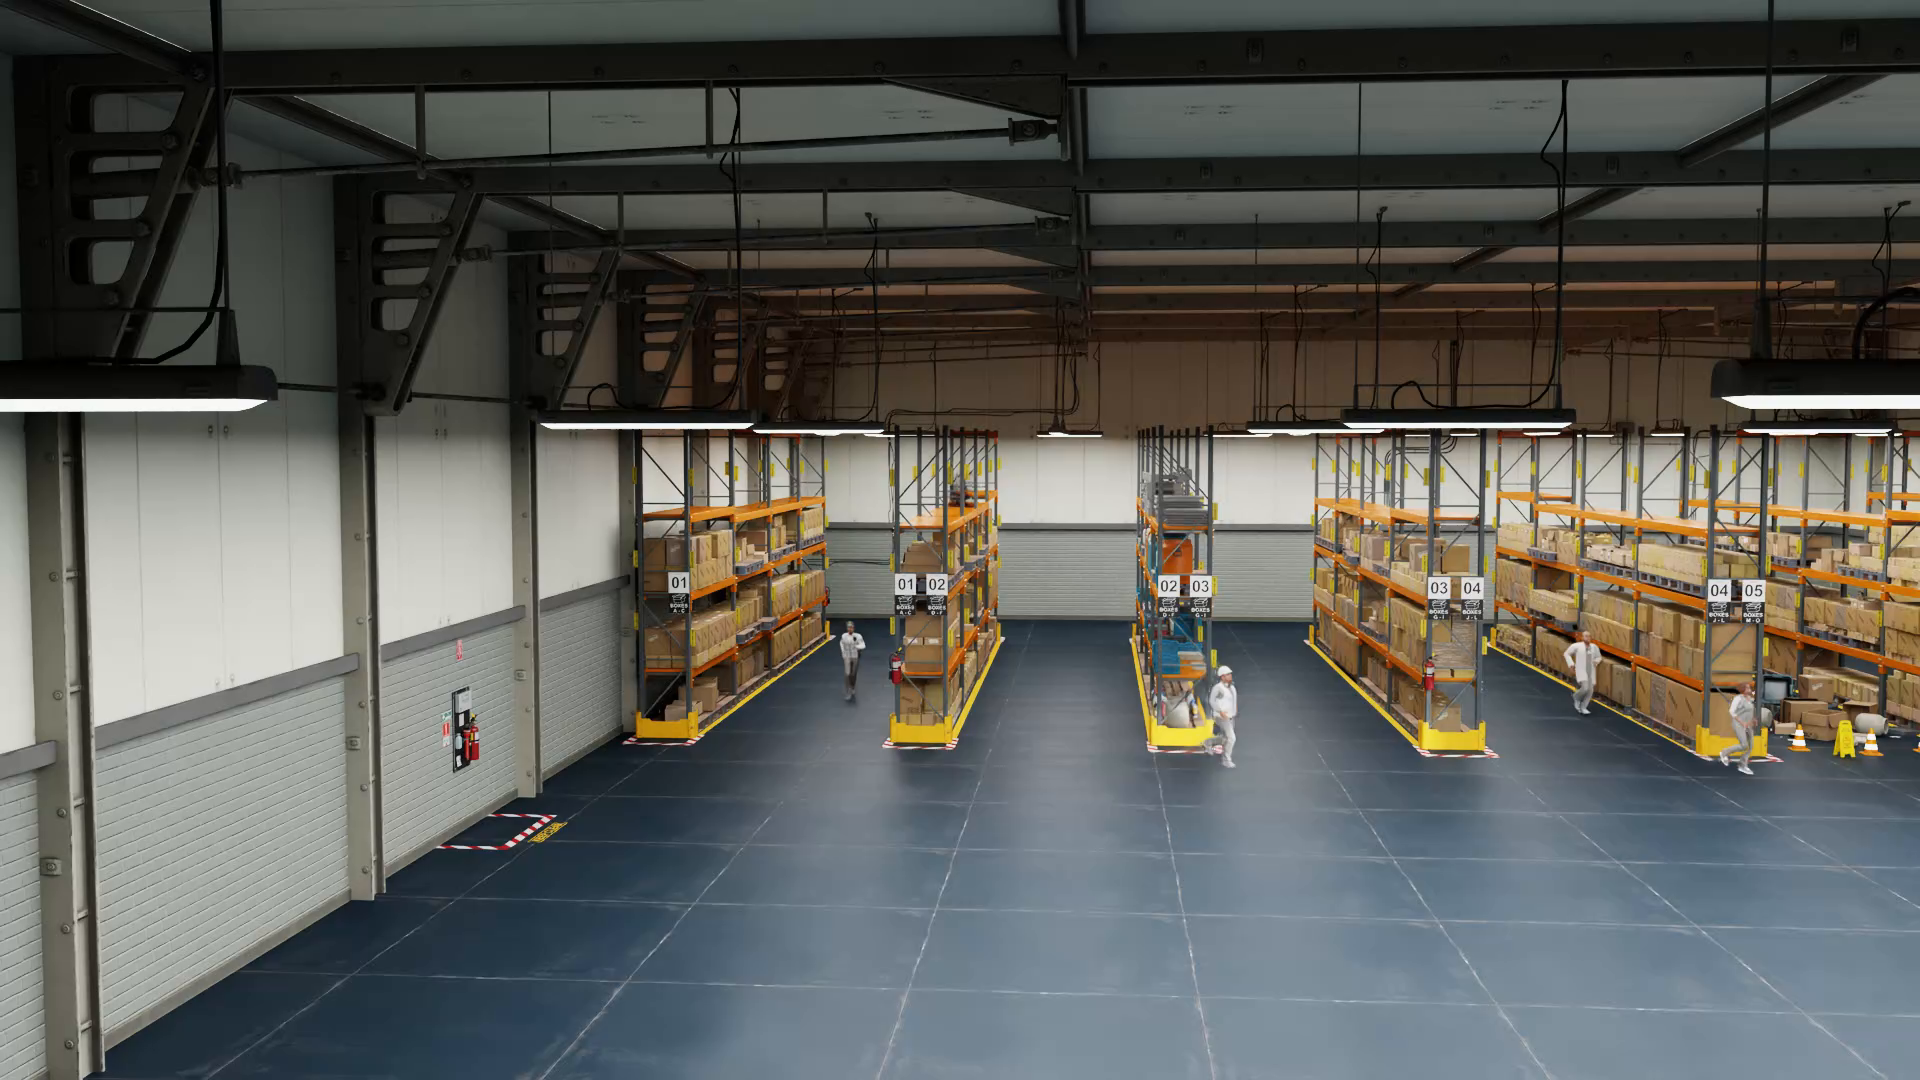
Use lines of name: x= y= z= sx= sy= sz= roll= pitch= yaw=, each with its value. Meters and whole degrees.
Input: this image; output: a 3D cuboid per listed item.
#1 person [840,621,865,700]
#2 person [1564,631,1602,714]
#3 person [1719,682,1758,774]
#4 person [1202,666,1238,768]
person: x=-2.387 y=2.662 z=36.970 sx=0.585 sy=1.751 sz=0.790 roll=0 pitch=3 yaw=1
person: x=13.045 y=2.769 z=34.656 sx=0.714 sy=1.736 sz=0.616 roll=0 pitch=3 yaw=-6
person: x=13.459 y=3.221 z=28.710 sx=0.562 sy=1.579 sz=0.585 roll=-2 pitch=4 yaw=-33
person: x=4.589 y=3.097 z=29.309 sx=0.719 sy=1.776 sz=0.676 roll=3 pitch=4 yaw=39
